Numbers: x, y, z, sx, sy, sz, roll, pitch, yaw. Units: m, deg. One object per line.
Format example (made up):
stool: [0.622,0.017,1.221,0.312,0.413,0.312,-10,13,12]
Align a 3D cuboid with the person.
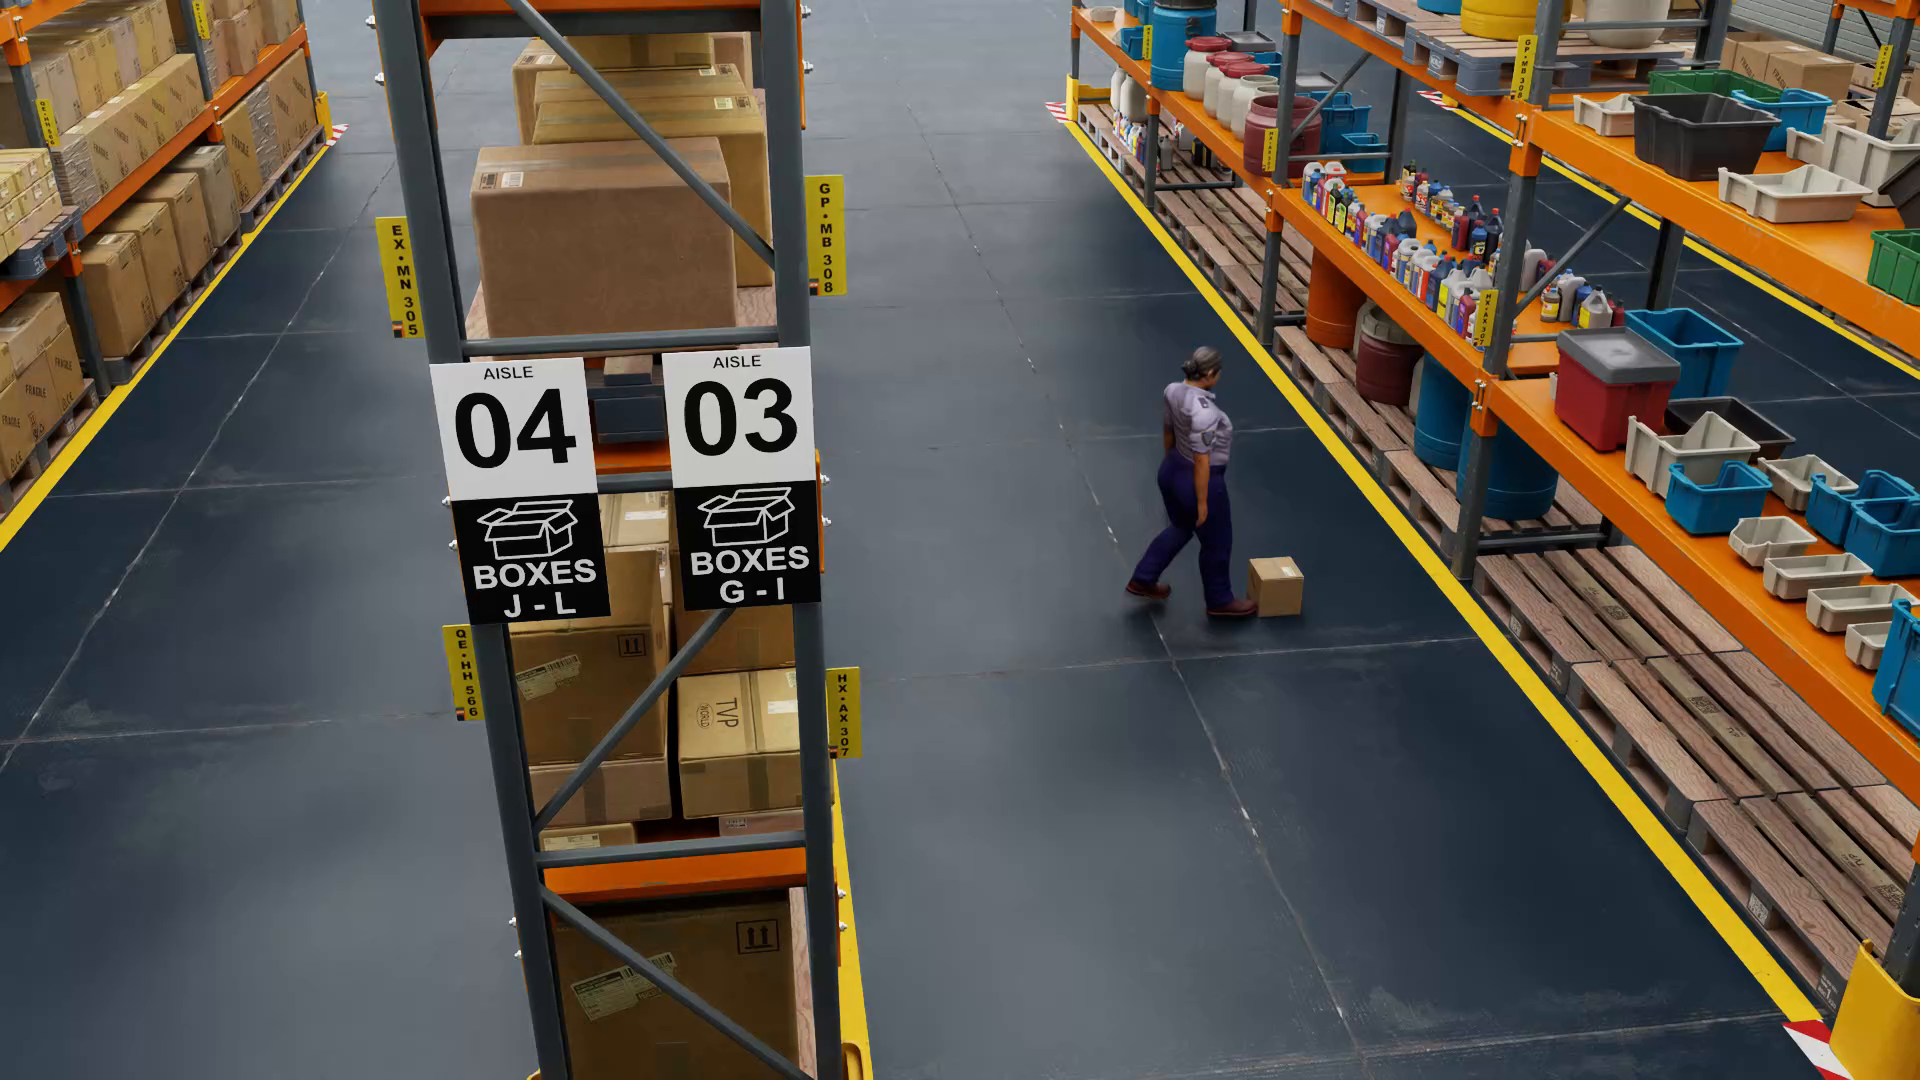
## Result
person: [1.338,-0.323,9.234,0.695,1.619,0.513,-9,29,-17]
